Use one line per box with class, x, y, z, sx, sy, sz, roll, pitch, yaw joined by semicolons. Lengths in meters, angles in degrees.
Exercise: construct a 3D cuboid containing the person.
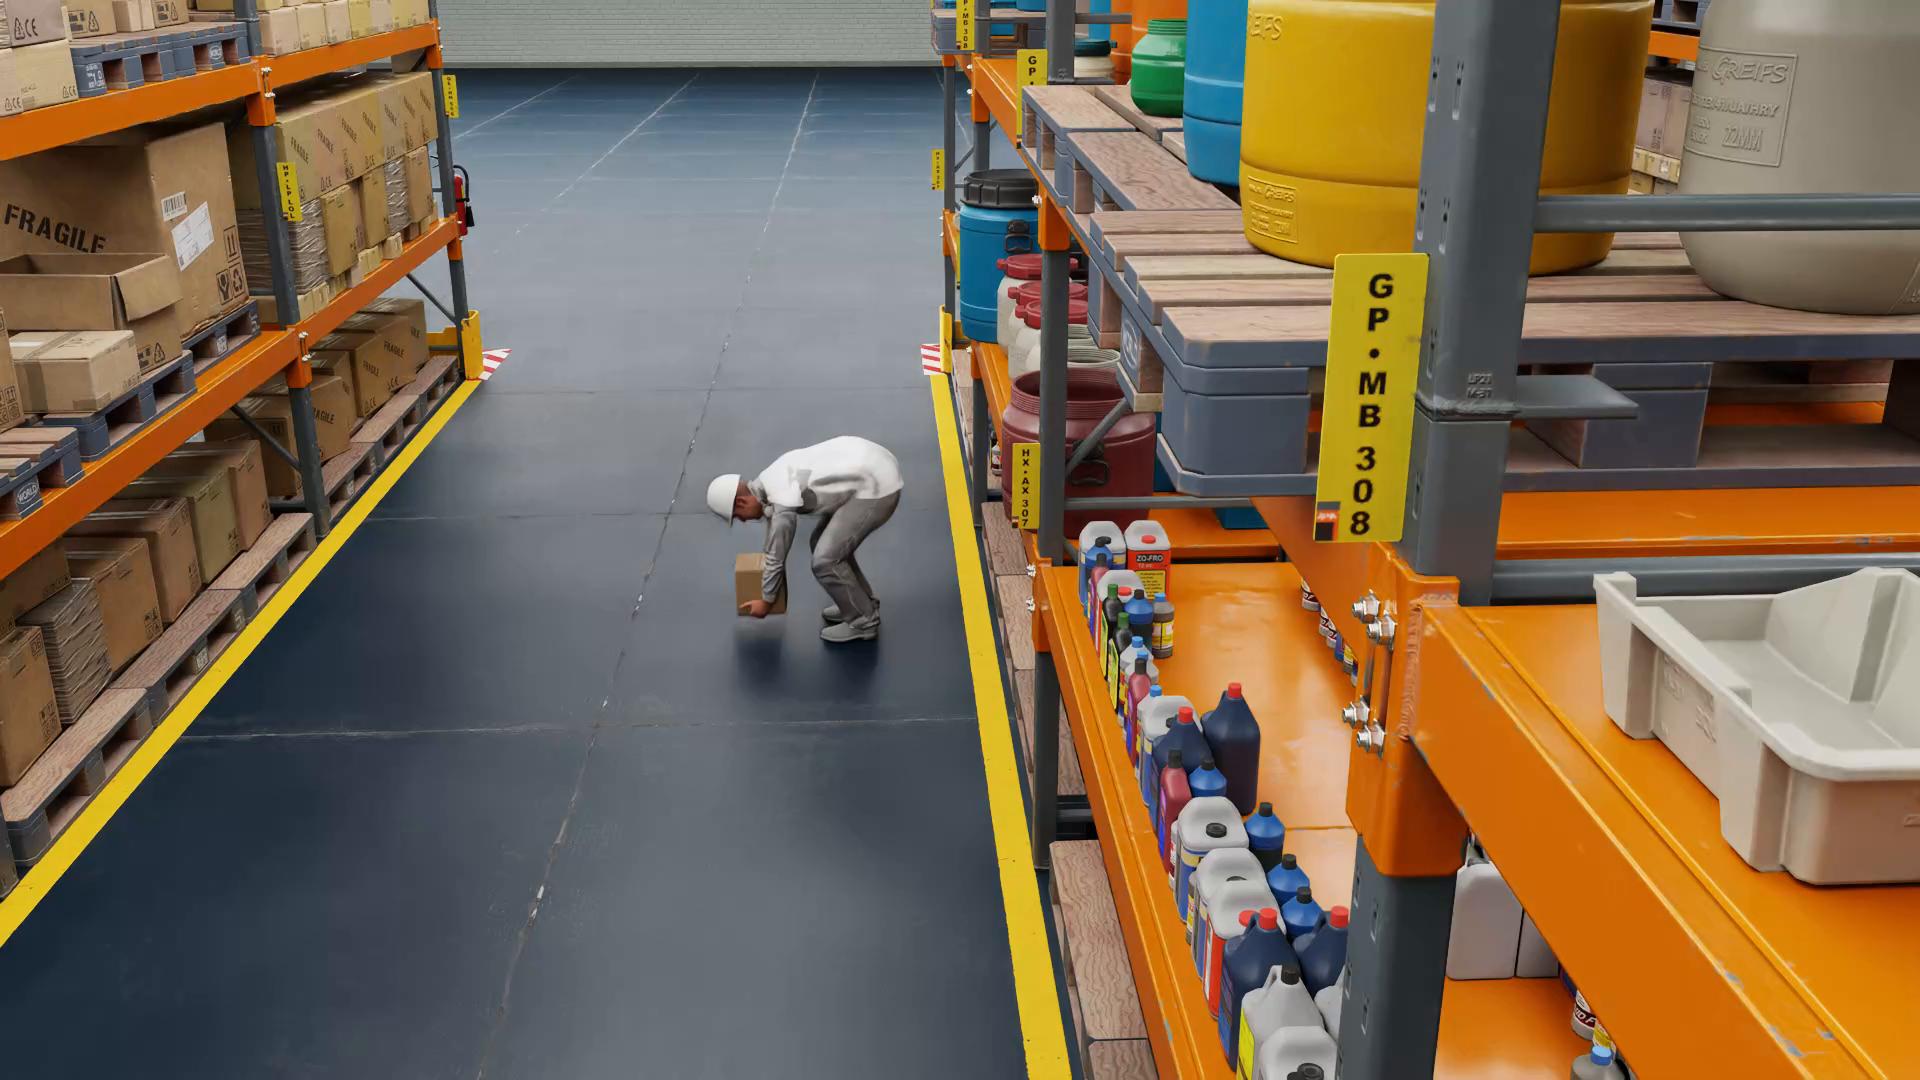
person;-0.792;-0.011;8.624;1.005;1.040;0.496;-2;20;-6
